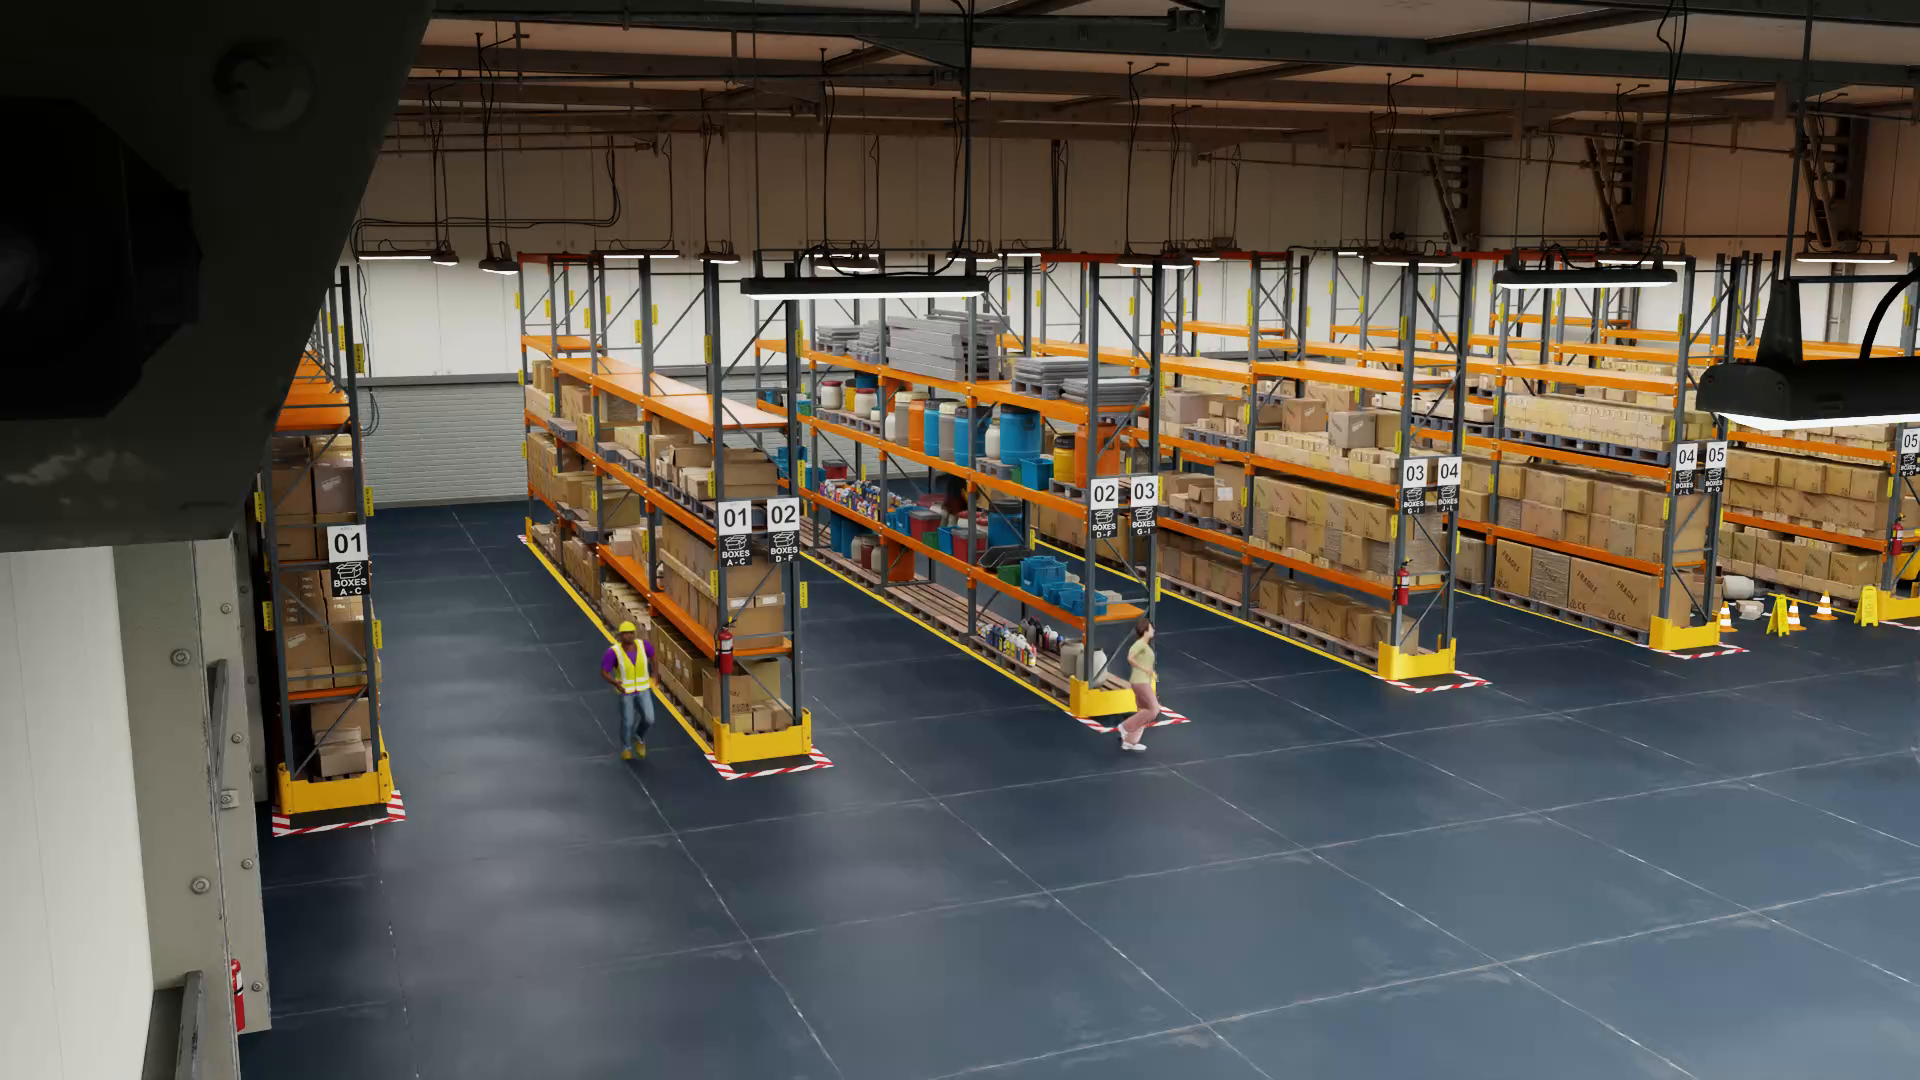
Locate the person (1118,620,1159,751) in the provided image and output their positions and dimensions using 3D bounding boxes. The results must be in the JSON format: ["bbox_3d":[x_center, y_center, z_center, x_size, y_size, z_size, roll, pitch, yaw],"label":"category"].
[{"bbox_3d":[2.278,1.796,20.866,0.514,1.568,0.688,3,11,15],"label":"person"}]

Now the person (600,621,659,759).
[{"bbox_3d":[-3.965,1.828,20.146,0.748,1.732,0.596,-5,12,-26],"label":"person"}]
